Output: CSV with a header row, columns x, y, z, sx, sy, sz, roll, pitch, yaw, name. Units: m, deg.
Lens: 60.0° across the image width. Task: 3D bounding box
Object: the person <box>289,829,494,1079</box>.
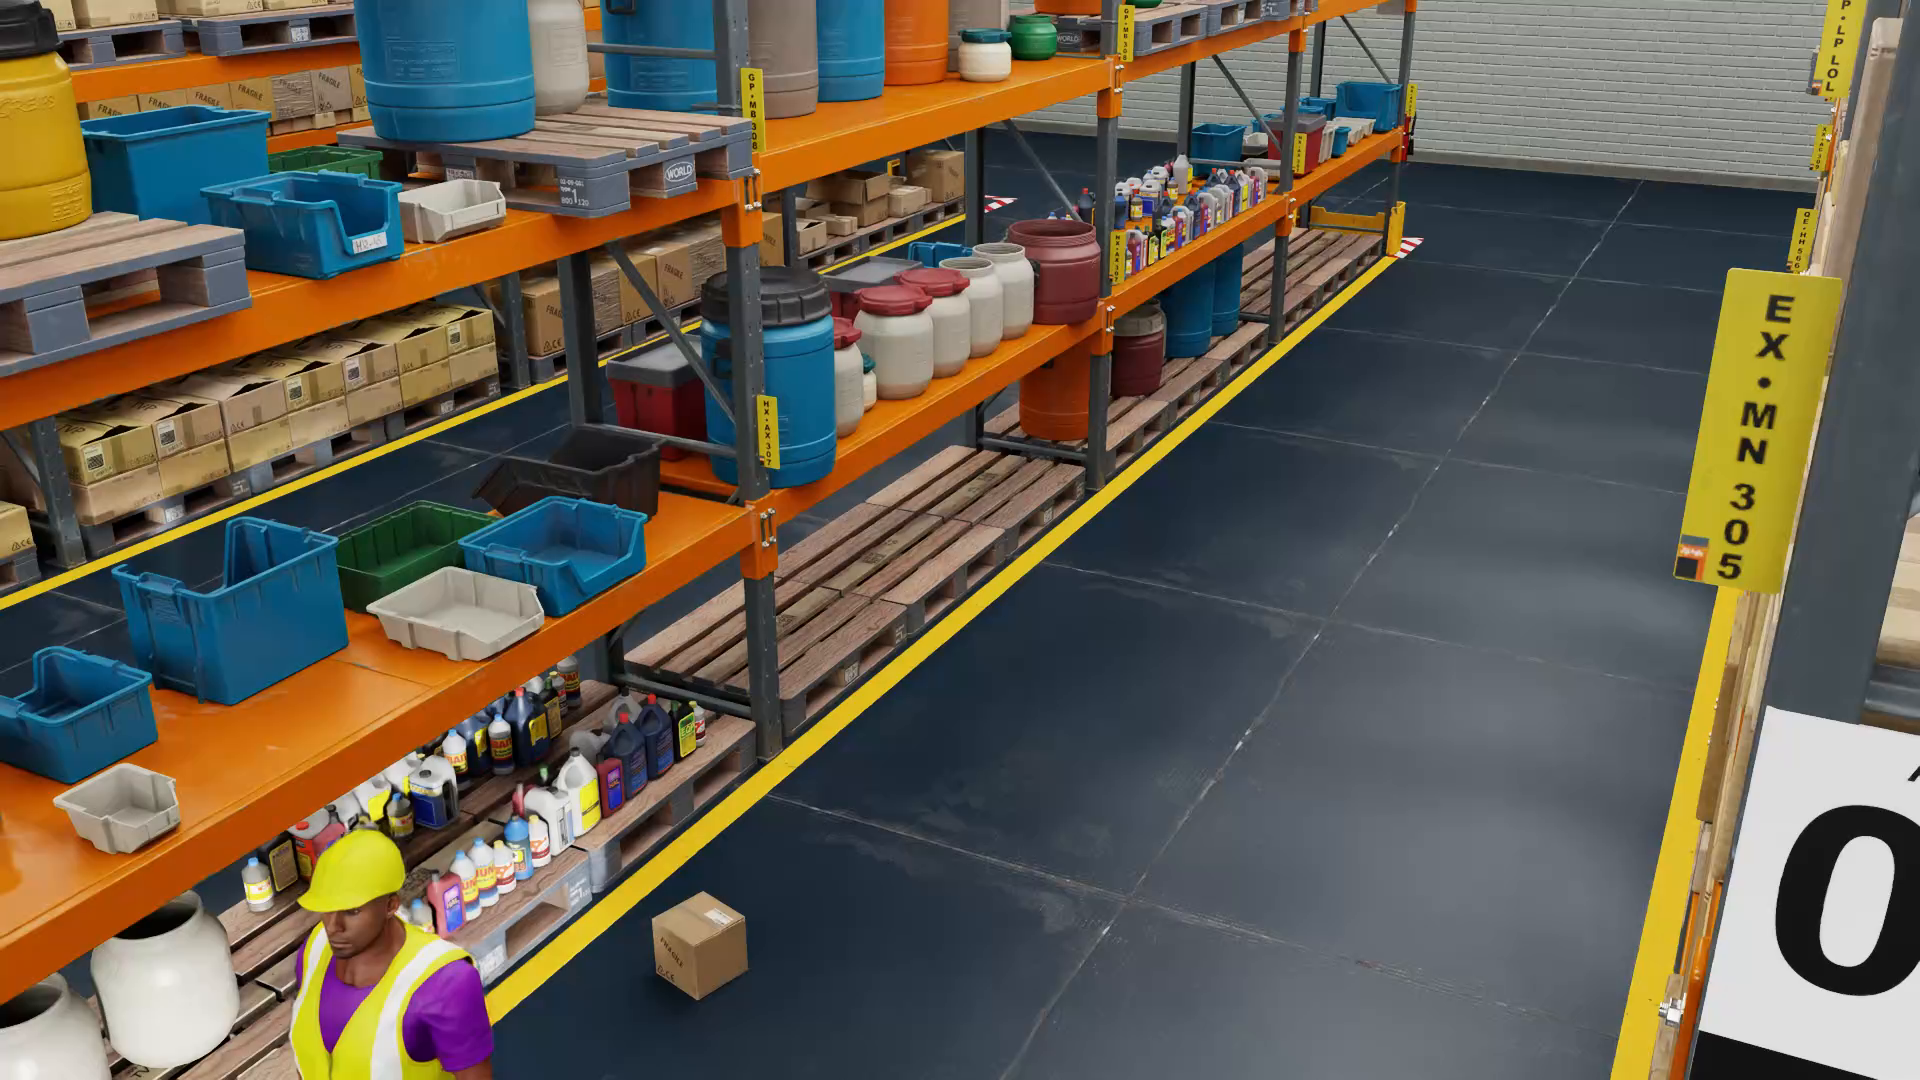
x,y,z,sx,sy,sz,roll,pitch,yaw,name
-1.468,1.553,4.280,0.565,1.765,0.471,11,25,24,person
